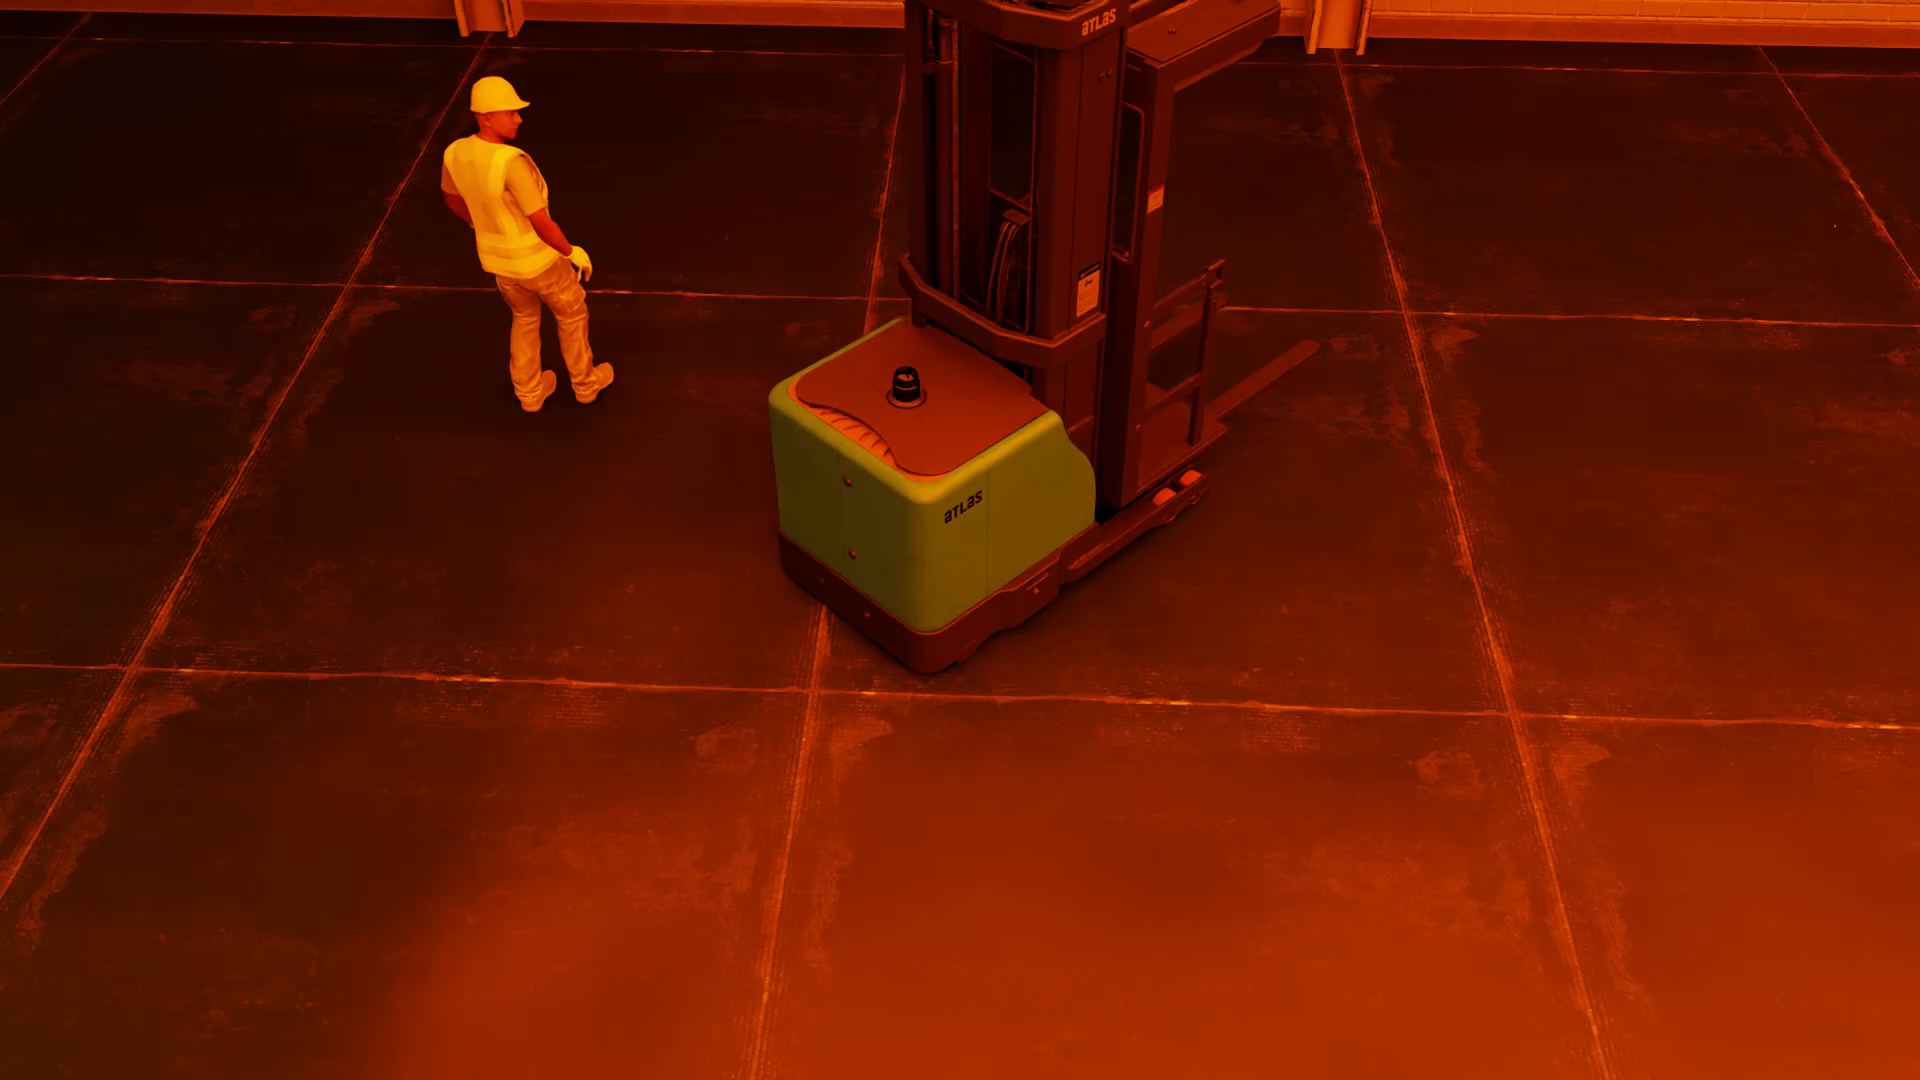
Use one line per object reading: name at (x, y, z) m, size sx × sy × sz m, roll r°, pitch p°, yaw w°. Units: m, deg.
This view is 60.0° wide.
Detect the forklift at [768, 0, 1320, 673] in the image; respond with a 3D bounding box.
forklift at (0.575, -1.390, 7.265) m, size 3.031 × 2.935 × 1.130 m, roll -33°, pitch 52°, yaw -31°

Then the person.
person at (-2.112, -1.444, 8.193) m, size 0.786 × 1.761 × 0.514 m, roll 19°, pitch 46°, yaw 20°
